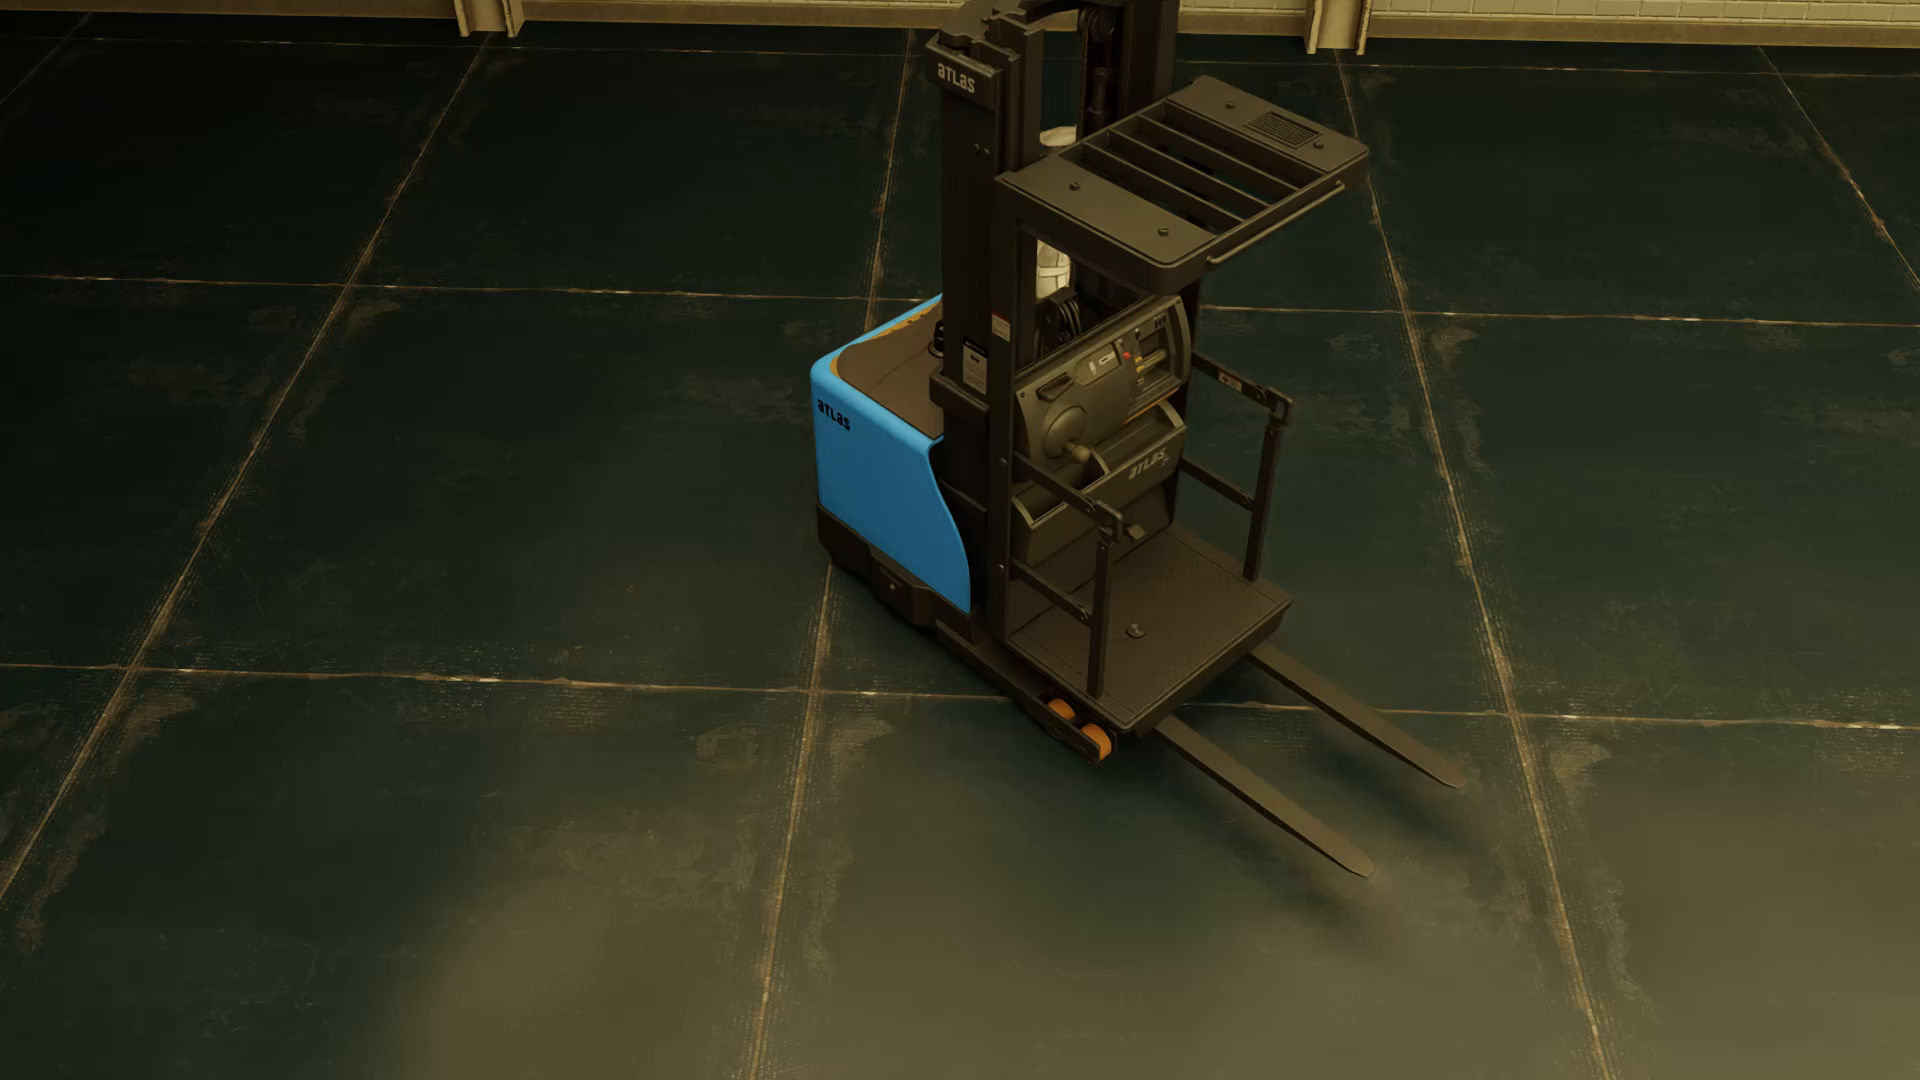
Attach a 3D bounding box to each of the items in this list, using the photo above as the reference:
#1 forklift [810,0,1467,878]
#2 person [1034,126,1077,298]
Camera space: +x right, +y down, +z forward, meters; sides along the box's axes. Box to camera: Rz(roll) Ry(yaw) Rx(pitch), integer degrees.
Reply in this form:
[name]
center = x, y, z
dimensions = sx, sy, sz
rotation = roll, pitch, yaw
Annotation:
[forklift]
center = 0.715, -0.552, 6.347
dimensions = 1.130, 2.935, 3.031
rotation = -33, 52, -31
[person]
center = 0.361, -1.218, 8.102
dimensions = 0.454, 1.644, 0.802
rotation = 15, 44, 16
